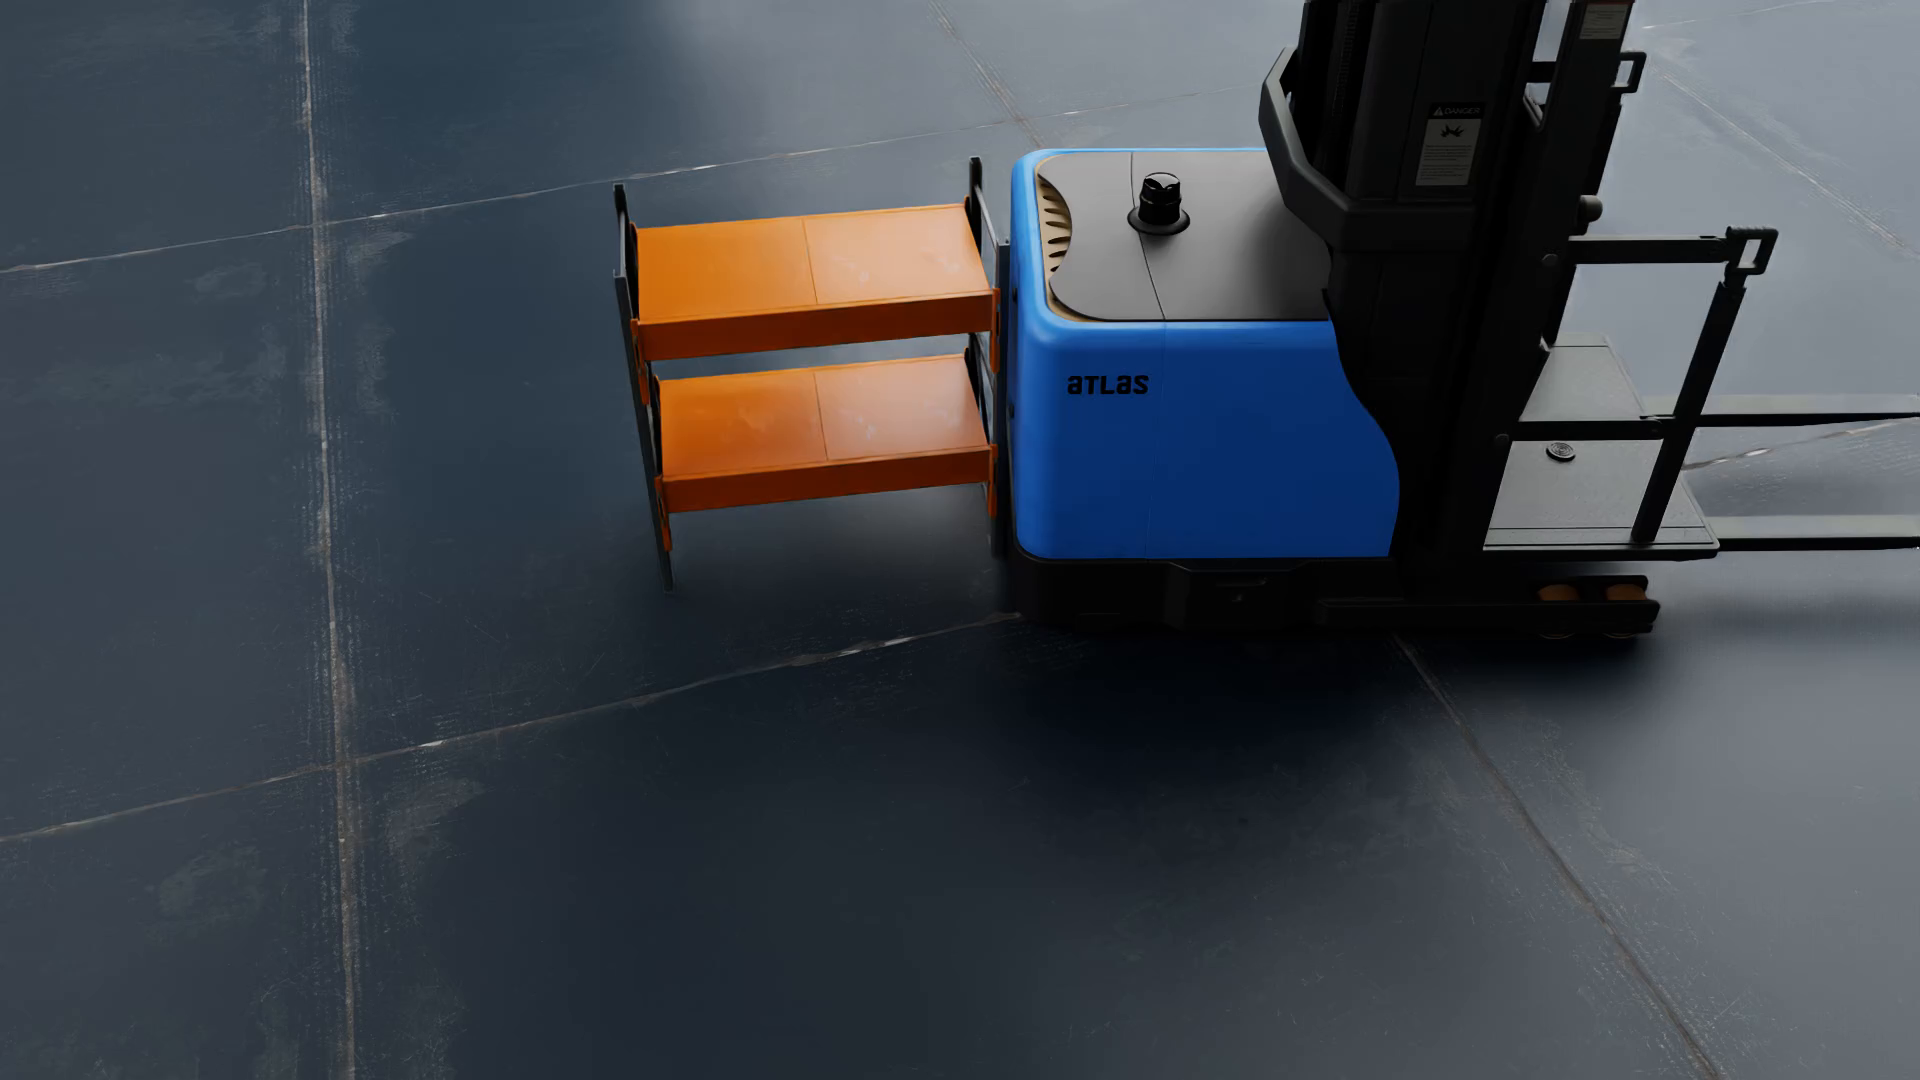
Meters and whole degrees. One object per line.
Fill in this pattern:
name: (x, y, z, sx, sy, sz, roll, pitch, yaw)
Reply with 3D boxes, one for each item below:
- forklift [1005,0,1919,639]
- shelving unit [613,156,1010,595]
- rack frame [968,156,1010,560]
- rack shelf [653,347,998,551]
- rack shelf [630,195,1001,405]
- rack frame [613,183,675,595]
forklift: (1.662, -1.162, 4.352, 3.031, 2.935, 1.130, -1, 41, -1)
shelving unit: (-0.422, -0.473, 4.937, 1.048, 1.125, 0.538, -6, 41, -7)
rack frame: (0.080, -0.526, 4.997, 0.032, 1.125, 0.500, -6, 41, -7)
rack shelf: (-0.422, -0.289, 5.098, 1.000, 0.278, 0.538, -6, 41, -7)
rack shelf: (-0.422, -0.694, 4.744, 1.000, 0.278, 0.538, -6, 41, -7)
rack frame: (-0.924, -0.421, 4.877, 0.032, 1.125, 0.500, -6, 41, -7)
